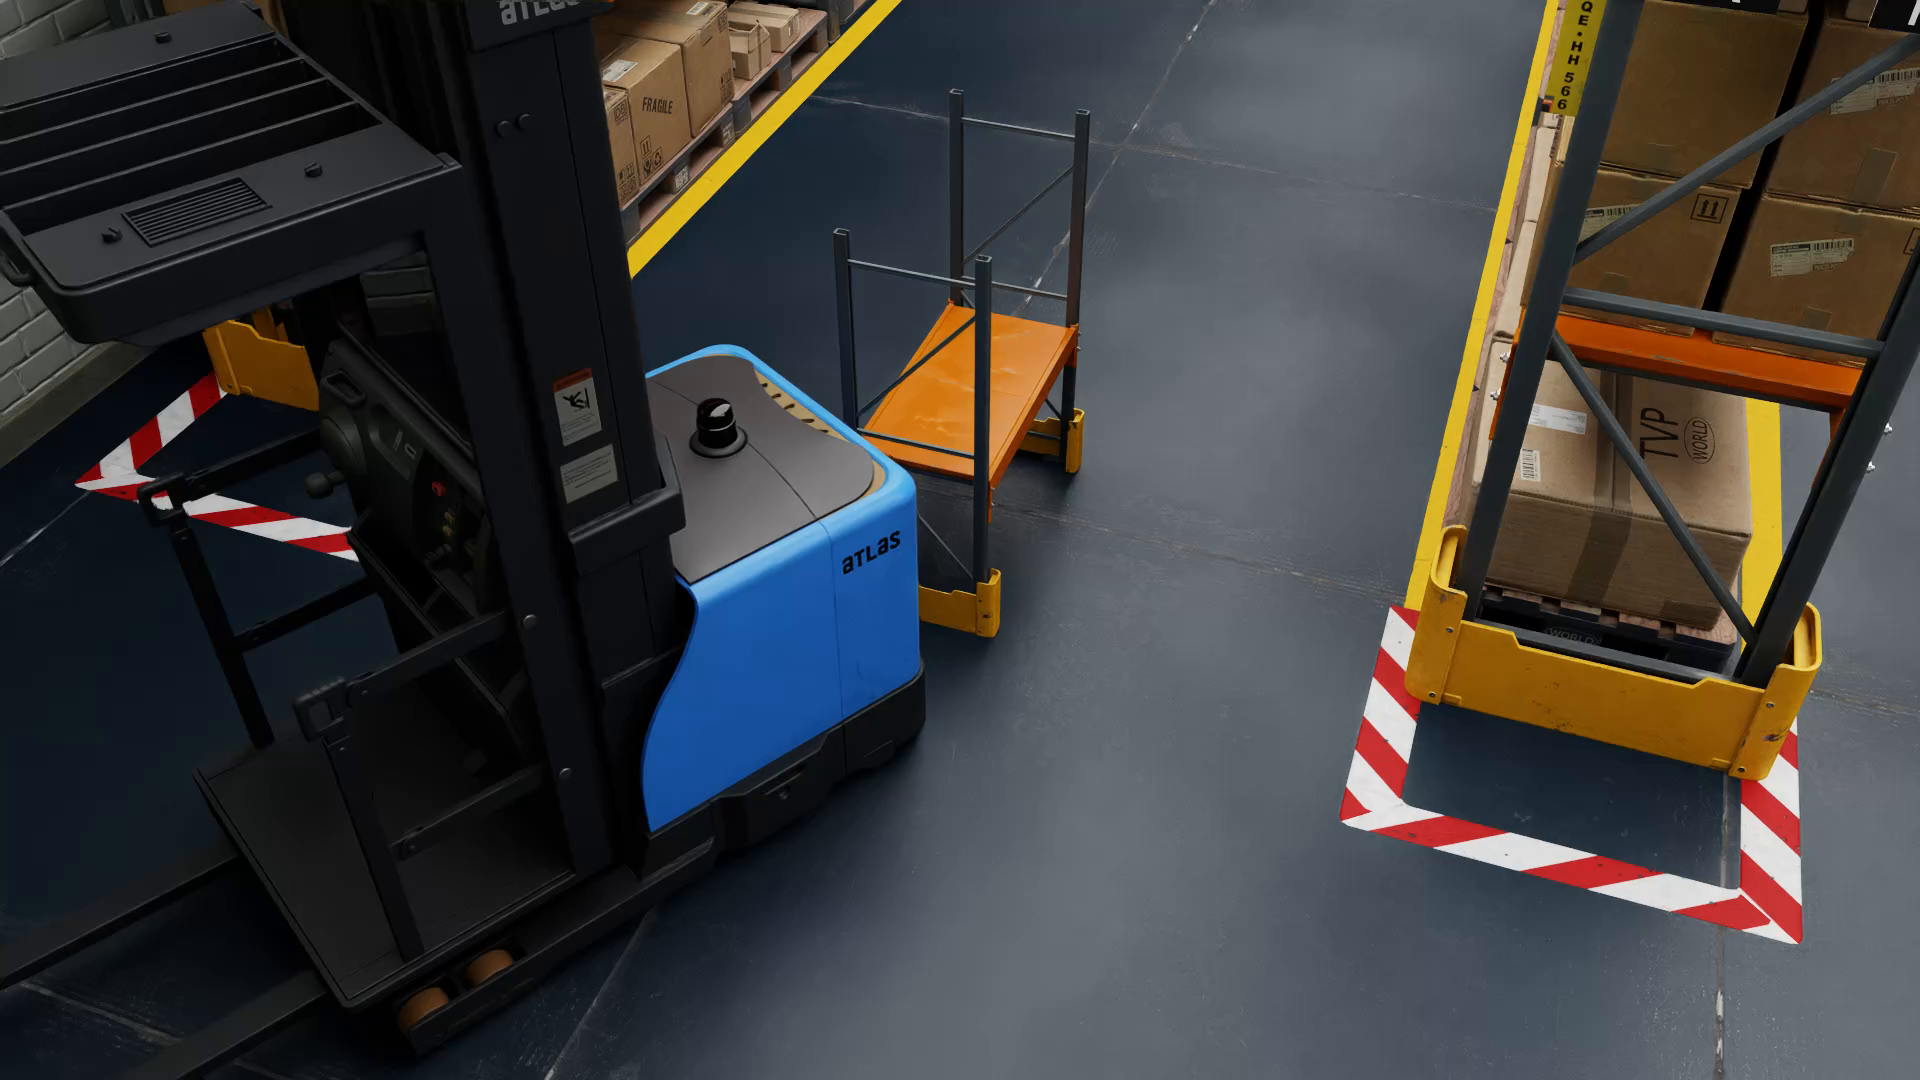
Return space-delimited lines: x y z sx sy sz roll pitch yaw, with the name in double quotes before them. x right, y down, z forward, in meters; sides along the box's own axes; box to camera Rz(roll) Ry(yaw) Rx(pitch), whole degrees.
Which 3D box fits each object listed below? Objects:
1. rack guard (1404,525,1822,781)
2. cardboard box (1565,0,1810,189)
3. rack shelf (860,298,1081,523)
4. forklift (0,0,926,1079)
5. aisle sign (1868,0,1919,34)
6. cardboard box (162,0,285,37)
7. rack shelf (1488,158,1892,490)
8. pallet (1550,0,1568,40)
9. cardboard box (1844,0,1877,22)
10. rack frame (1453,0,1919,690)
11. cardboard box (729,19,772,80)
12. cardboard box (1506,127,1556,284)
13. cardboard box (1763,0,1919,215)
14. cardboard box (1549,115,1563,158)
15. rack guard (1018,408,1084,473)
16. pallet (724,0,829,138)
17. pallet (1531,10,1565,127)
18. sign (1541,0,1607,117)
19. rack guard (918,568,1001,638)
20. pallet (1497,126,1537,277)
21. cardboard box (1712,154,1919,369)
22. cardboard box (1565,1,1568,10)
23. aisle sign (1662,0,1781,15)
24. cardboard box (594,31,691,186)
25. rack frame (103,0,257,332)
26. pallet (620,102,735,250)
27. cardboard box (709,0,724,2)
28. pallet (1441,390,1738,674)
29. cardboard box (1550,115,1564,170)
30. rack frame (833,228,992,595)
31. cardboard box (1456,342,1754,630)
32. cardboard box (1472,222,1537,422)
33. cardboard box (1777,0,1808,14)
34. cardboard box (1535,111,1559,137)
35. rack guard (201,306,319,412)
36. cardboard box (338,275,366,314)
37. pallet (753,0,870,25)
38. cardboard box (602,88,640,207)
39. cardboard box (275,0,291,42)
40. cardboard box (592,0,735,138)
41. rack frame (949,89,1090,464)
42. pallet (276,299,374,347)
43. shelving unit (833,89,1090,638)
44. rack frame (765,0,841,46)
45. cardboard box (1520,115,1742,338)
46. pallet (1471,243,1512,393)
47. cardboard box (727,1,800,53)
"rack guard" 2.103 0.362 5.440 1.175 0.500 0.348 13 42 15
"cardboard box" 2.052 -1.369 4.696 0.500 0.500 0.500 15 43 16
"rack shelf" 0.029 -0.486 5.941 0.538 0.185 1.000 13 42 15
"forklift" -1.566 -0.100 4.109 3.031 2.935 1.130 -29 48 -29
"aisle sign" 2.359 -1.484 3.676 0.394 0.787 0.004 13 42 15
"cardboard box" -2.647 -2.098 6.285 0.500 0.250 0.500 14 43 16
"rack shelf" 2.795 -1.550 6.309 1.077 0.370 4.000 13 42 15
"pallet" 4.087 -3.216 9.857 1.003 0.211 1.213 13 42 15
"cardboard box" 2.493 -1.424 4.260 0.380 0.149 0.250 14 42 16
"rack frame" 2.111 -0.603 4.646 1.000 3.000 0.127 13 42 15
"cardboard box" -1.223 -2.639 8.816 0.396 0.266 0.258 15 43 17
"cardboard box" 2.858 -1.323 7.140 0.875 0.438 0.875 12 42 14
"cardboard box" 2.543 -1.251 4.558 0.500 0.500 0.500 12 42 14
"cardboard box" 2.380 -1.613 5.753 0.500 0.500 0.500 14 43 16
"rack guard" 0.196 -0.445 6.579 0.587 0.250 0.087 13 42 15
"pallet" -1.423 -2.663 9.209 1.003 0.211 1.213 13 42 15
"pallet" 3.672 -2.470 8.982 1.003 0.211 1.213 13 42 15
"sign" 1.606 -1.263 4.345 0.100 0.325 0.005 13 42 15
"rack guard" -0.144 0.162 5.867 0.587 0.250 0.087 13 42 15
"pallet" 3.145 -1.536 7.888 1.003 0.211 1.213 13 42 15
"cardboard box" 2.545 -0.871 4.882 0.500 0.500 0.500 13 42 15
"cardboard box" 3.917 -3.343 9.171 0.875 0.875 0.875 14 43 16
"aisle sign" 1.795 -1.617 3.832 0.394 0.787 0.004 13 42 15
"cardboard box" -1.653 -2.077 7.975 0.500 0.500 0.500 14 42 16
"rack frame" -2.555 -1.703 5.935 1.000 3.000 0.127 13 42 15
"pallet" -1.838 -1.916 8.334 1.003 0.211 1.213 13 42 15
"cardboard box" -1.635 -2.929 9.120 0.500 0.311 0.500 15 43 17
"pallet" 2.311 -0.048 6.143 1.003 0.211 1.213 13 42 15
"cardboard box" 2.213 -1.297 5.382 0.500 0.500 0.500 12 42 14
"rack frame" -0.145 -0.313 5.461 0.500 1.500 0.032 13 42 15
"cardboard box" 2.243 -0.213 5.839 0.875 0.438 0.875 12 42 14
"cardboard box" 2.548 -0.773 6.496 0.875 0.438 0.875 14 43 16
"cardboard box" 2.046 -1.532 4.387 0.380 0.149 0.250 14 42 16
"cardboard box" 3.163 -1.869 7.780 0.875 0.438 0.875 13 42 14
"rack guard" -2.529 -0.798 6.800 1.175 0.500 0.348 13 42 15
"cardboard box" -2.257 -1.265 7.021 0.797 0.503 0.637 12 42 13
"pallet" -0.944 -3.586 10.291 1.003 0.211 1.213 13 42 15
"cardboard box" -1.928 -1.776 7.623 0.700 0.500 0.500 15 43 17
"cardboard box" -2.146 -1.976 6.141 0.500 0.250 0.500 14 42 15
"cardboard box" -1.573 -2.410 8.366 0.700 0.500 0.500 12 42 13
"rack frame" 0.203 -0.933 6.188 0.500 1.500 0.032 13 42 15
"pallet" -2.257 -1.175 7.464 1.003 0.211 1.213 13 42 15
"shelving unit" 0.026 -0.617 5.818 0.587 1.500 1.083 13 42 15
"rack frame" -1.187 -4.143 8.794 1.000 3.000 0.127 13 42 15
"cardboard box" 2.027 -0.994 5.027 0.500 0.500 0.500 14 42 15
"pallet" 2.730 -0.789 7.012 1.003 0.211 1.213 13 42 15
"cardboard box" -1.101 -2.813 9.109 0.380 0.149 0.250 12 42 14
